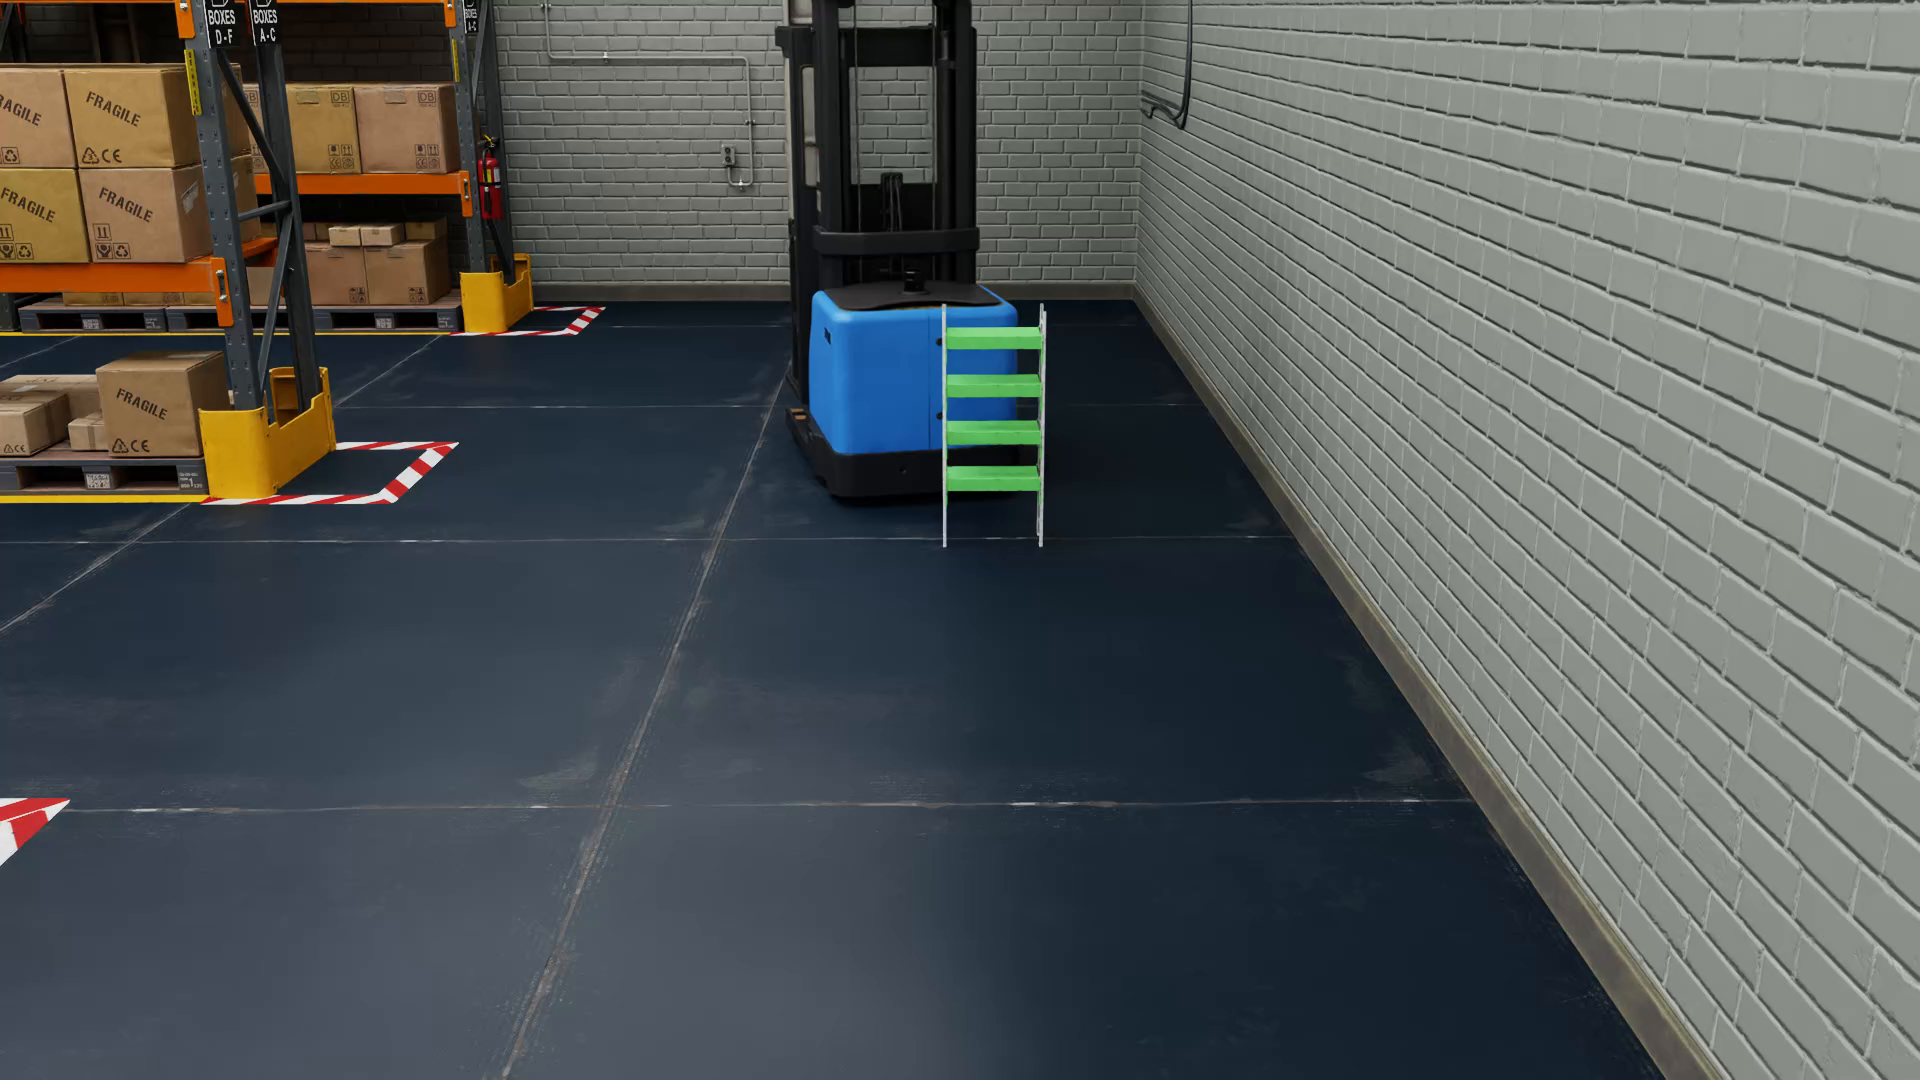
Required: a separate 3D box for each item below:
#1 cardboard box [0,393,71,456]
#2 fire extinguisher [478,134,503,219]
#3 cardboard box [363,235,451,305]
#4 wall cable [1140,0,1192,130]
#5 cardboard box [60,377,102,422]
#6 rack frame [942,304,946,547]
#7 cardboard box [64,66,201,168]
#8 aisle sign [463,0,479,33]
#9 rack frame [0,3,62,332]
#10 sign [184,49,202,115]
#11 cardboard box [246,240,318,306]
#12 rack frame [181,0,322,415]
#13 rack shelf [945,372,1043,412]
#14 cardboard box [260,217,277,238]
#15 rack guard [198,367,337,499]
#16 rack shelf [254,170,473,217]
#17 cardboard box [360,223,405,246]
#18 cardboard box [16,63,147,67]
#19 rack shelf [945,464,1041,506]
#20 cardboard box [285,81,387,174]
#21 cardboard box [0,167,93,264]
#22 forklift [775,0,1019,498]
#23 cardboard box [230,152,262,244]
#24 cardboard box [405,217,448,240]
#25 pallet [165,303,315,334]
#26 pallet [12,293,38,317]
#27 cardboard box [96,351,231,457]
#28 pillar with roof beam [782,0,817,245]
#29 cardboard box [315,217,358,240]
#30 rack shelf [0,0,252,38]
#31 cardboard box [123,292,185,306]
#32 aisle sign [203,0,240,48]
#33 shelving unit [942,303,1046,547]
[{"bbox_3d":[-5.447,-0.662,9.483,0.500,0.250,0.500,0,18,-1],"label":"cardboard box"},{"bbox_3d":[-3.880,-2.994,13.706,0.183,0.674,0.296,0,18,-1],"label":"fire extinguisher"},{"bbox_3d":[-4.737,-2.324,14.287,0.500,0.500,0.700,0,18,-1],"label":"cardboard box"},{"bbox_3d":[1.622,-4.644,13.377,0.112,2.526,3.097,0,18,-1],"label":"wall cable"},{"bbox_3d":[-5.005,-0.817,9.965,0.500,0.250,0.500,0,18,-1],"label":"cardboard box"},{"bbox_3d":[-0.078,-0.571,8.363,0.015,1.200,0.240,0,18,-1],"label":"rack frame"},{"bbox_3d":[-4.397,-2.273,8.922,0.500,0.500,0.500,0,18,-1],"label":"cardboard box"},{"bbox_3d":[-3.962,-4.495,13.393,0.004,0.787,0.394,0,18,-1],"label":"aisle sign"},{"bbox_3d":[-8.038,-3.329,14.014,0.127,3.000,1.000,0,18,-1],"label":"rack frame"},{"bbox_3d":[-3.968,-2.368,8.604,0.005,0.325,0.100,0,18,-1],"label":"sign"},{"bbox_3d":[-5.740,-2.319,14.271,0.500,0.500,0.700,-1,18,-3],"label":"cardboard box"},{"bbox_3d":[-3.957,-1.835,9.358,0.127,3.000,1.000,0,18,-1],"label":"rack frame"},{"bbox_3d":[0.166,-0.740,8.313,0.480,0.148,0.258,0,18,-1],"label":"rack shelf"},{"bbox_3d":[-5.883,-2.688,14.359,0.250,0.149,0.380,0,18,0],"label":"cardboard box"},{"bbox_3d":[-4.033,-0.645,9.739,0.348,0.500,1.175,0,18,-1],"label":"rack guard"},{"bbox_3d":[-6.038,-2.996,14.154,4.000,0.370,1.077,0,18,-1],"label":"rack shelf"},{"bbox_3d":[-4.862,-2.577,14.012,0.250,0.149,0.380,0,18,-2],"label":"cardboard box"},{"bbox_3d":[-4.927,-2.433,9.420,0.500,0.500,0.500,0,18,0],"label":"cardboard box"},{"bbox_3d":[0.166,-0.283,8.460,0.480,0.148,0.258,0,18,-1],"label":"rack shelf"},{"bbox_3d":[-5.276,-3.479,13.990,0.700,0.700,0.980,0,18,-1],"label":"cardboard box"},{"bbox_3d":[-4.919,-1.794,9.066,0.500,0.500,0.500,0,18,0],"label":"cardboard box"},{"bbox_3d":[-0.499,-2.037,10.099,1.130,2.935,3.031,-4,18,-12],"label":"forklift"},{"bbox_3d":[-4.404,-1.961,9.587,0.500,0.500,0.500,0,18,0],"label":"cardboard box"},{"bbox_3d":[-4.615,-2.695,14.380,0.250,0.149,0.380,0,18,0],"label":"cardboard box"},{"bbox_3d":[-6.054,-1.988,14.398,1.213,0.211,1.003,0,18,-1],"label":"pallet"},{"bbox_3d":[-8.808,-1.974,14.357,1.213,0.211,1.003,0,18,-1],"label":"pallet"},{"bbox_3d":[-4.496,-0.777,9.430,0.500,0.500,0.500,0,18,-1],"label":"cardboard box"},{"bbox_3d":[-1.285,-5.167,9.924,0.400,9.000,9.100,0,18,-1],"label":"pillar with roof beam"},{"bbox_3d":[-5.372,-2.691,14.368,0.250,0.149,0.380,0,18,0],"label":"cardboard box"},{"bbox_3d":[-5.956,-2.911,8.980,4.000,0.370,1.077,0,18,-1],"label":"rack shelf"},{"bbox_3d":[-6.786,-2.312,14.250,0.500,0.500,0.700,0,18,-1],"label":"cardboard box"},{"bbox_3d":[-3.884,-2.980,8.671,0.004,0.787,0.394,0,18,-1],"label":"aisle sign"},{"bbox_3d":[0.166,-0.572,8.367,0.503,1.200,0.258,0,18,-1],"label":"shelving unit"}]
